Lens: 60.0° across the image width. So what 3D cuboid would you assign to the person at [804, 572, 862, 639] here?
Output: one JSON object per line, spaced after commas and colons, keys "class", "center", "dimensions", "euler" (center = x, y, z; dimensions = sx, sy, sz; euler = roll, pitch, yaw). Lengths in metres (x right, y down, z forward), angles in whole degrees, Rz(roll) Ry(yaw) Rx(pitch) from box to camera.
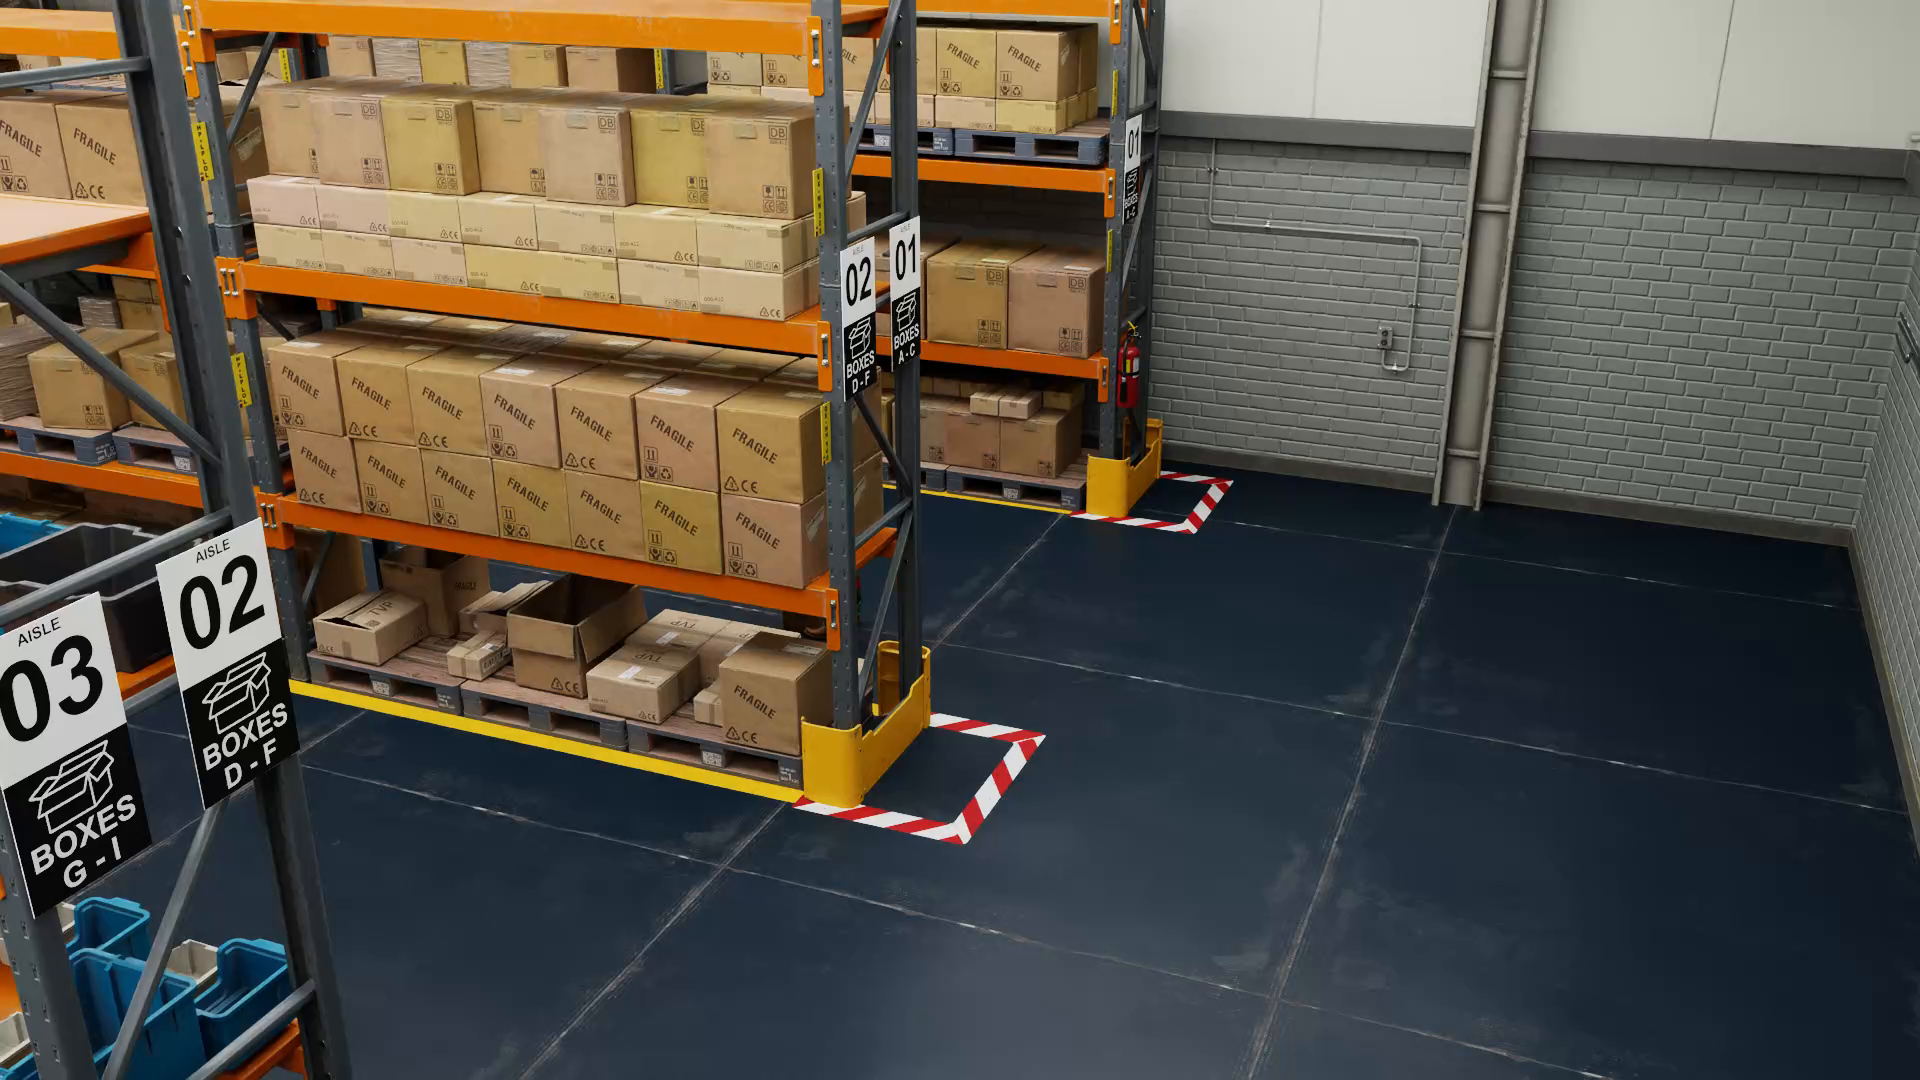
{"class": "person", "center": [-0.874, -0.188, 11.379], "dimensions": [0.449, 1.779, 0.608], "euler": [8, 23, 18]}
